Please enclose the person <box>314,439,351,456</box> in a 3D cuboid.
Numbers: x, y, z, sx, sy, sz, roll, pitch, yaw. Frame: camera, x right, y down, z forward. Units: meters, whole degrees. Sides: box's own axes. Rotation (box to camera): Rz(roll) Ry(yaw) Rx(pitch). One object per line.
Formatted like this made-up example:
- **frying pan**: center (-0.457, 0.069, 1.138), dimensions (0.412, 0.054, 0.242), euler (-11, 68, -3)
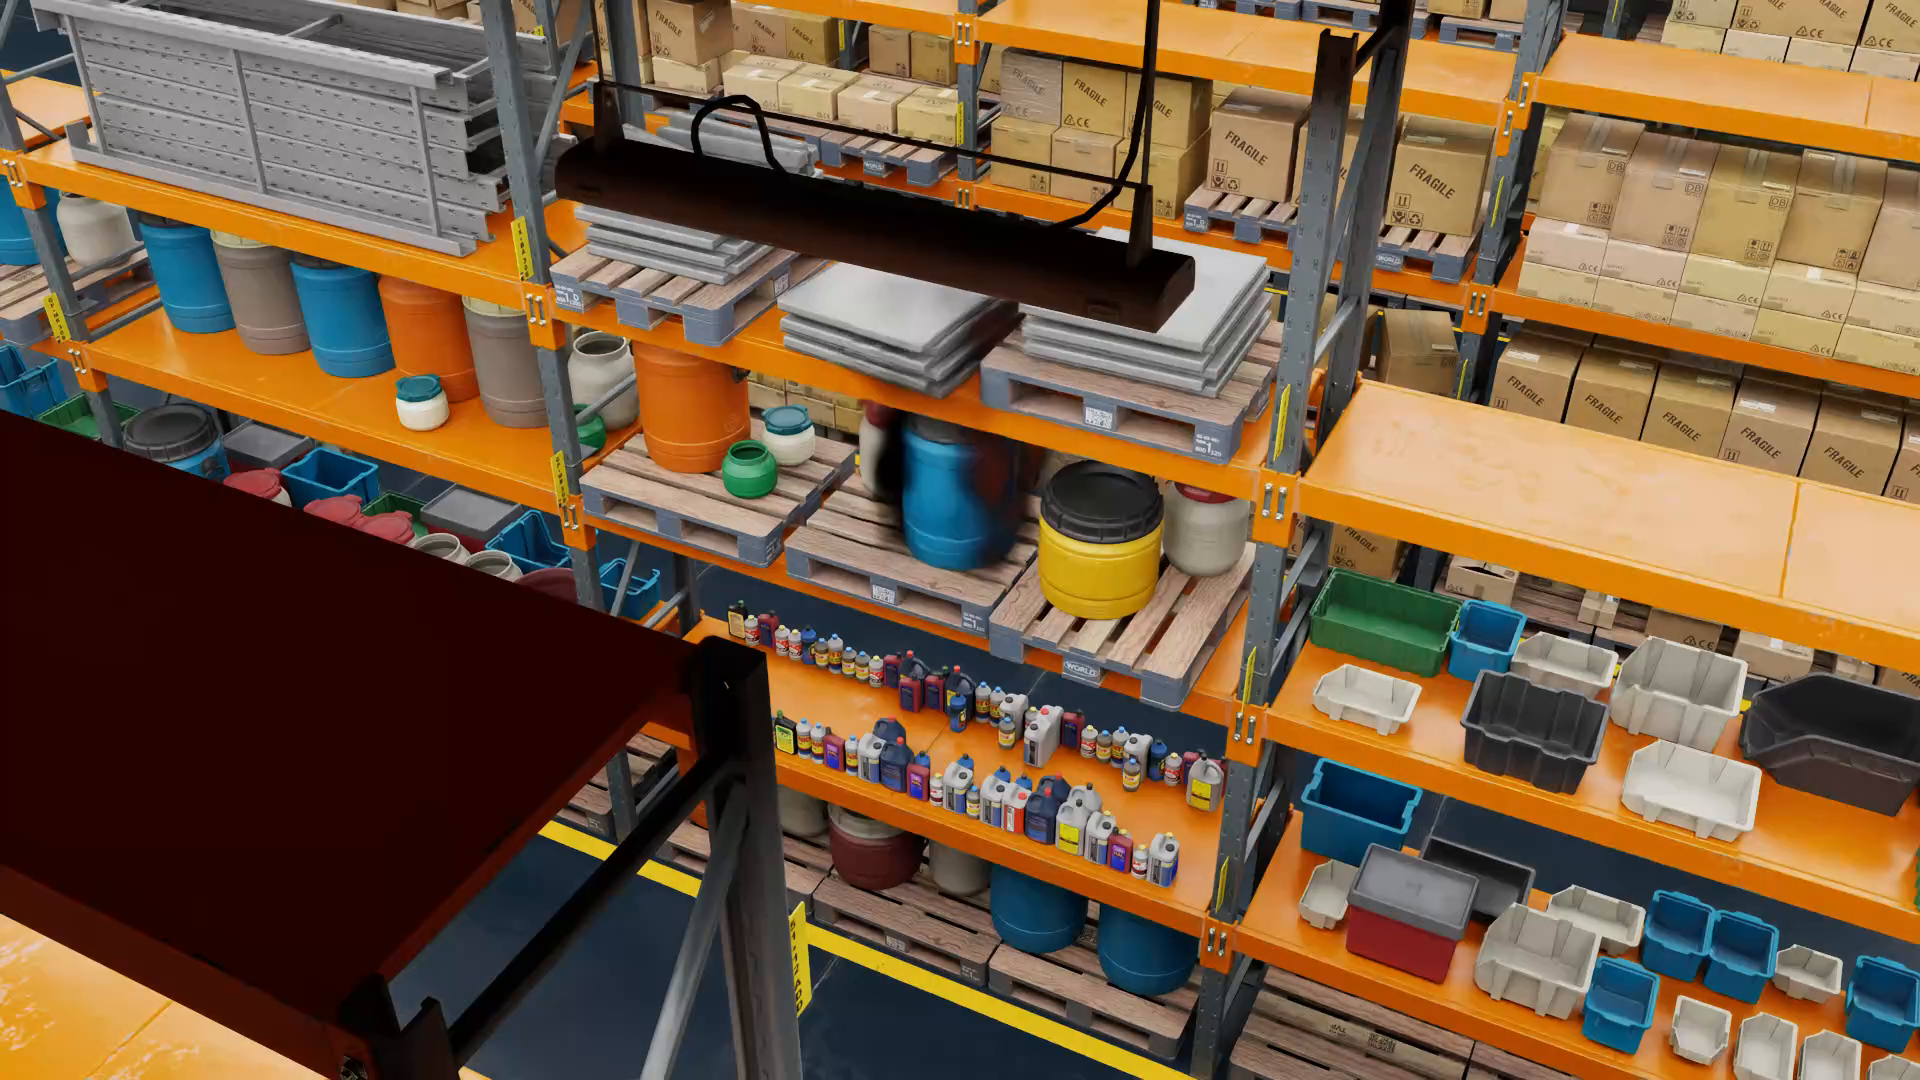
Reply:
- **person**: center (-5.191, -0.829, 13.593), dimensions (0.533, 1.674, 0.569), euler (-29, 44, -34)
